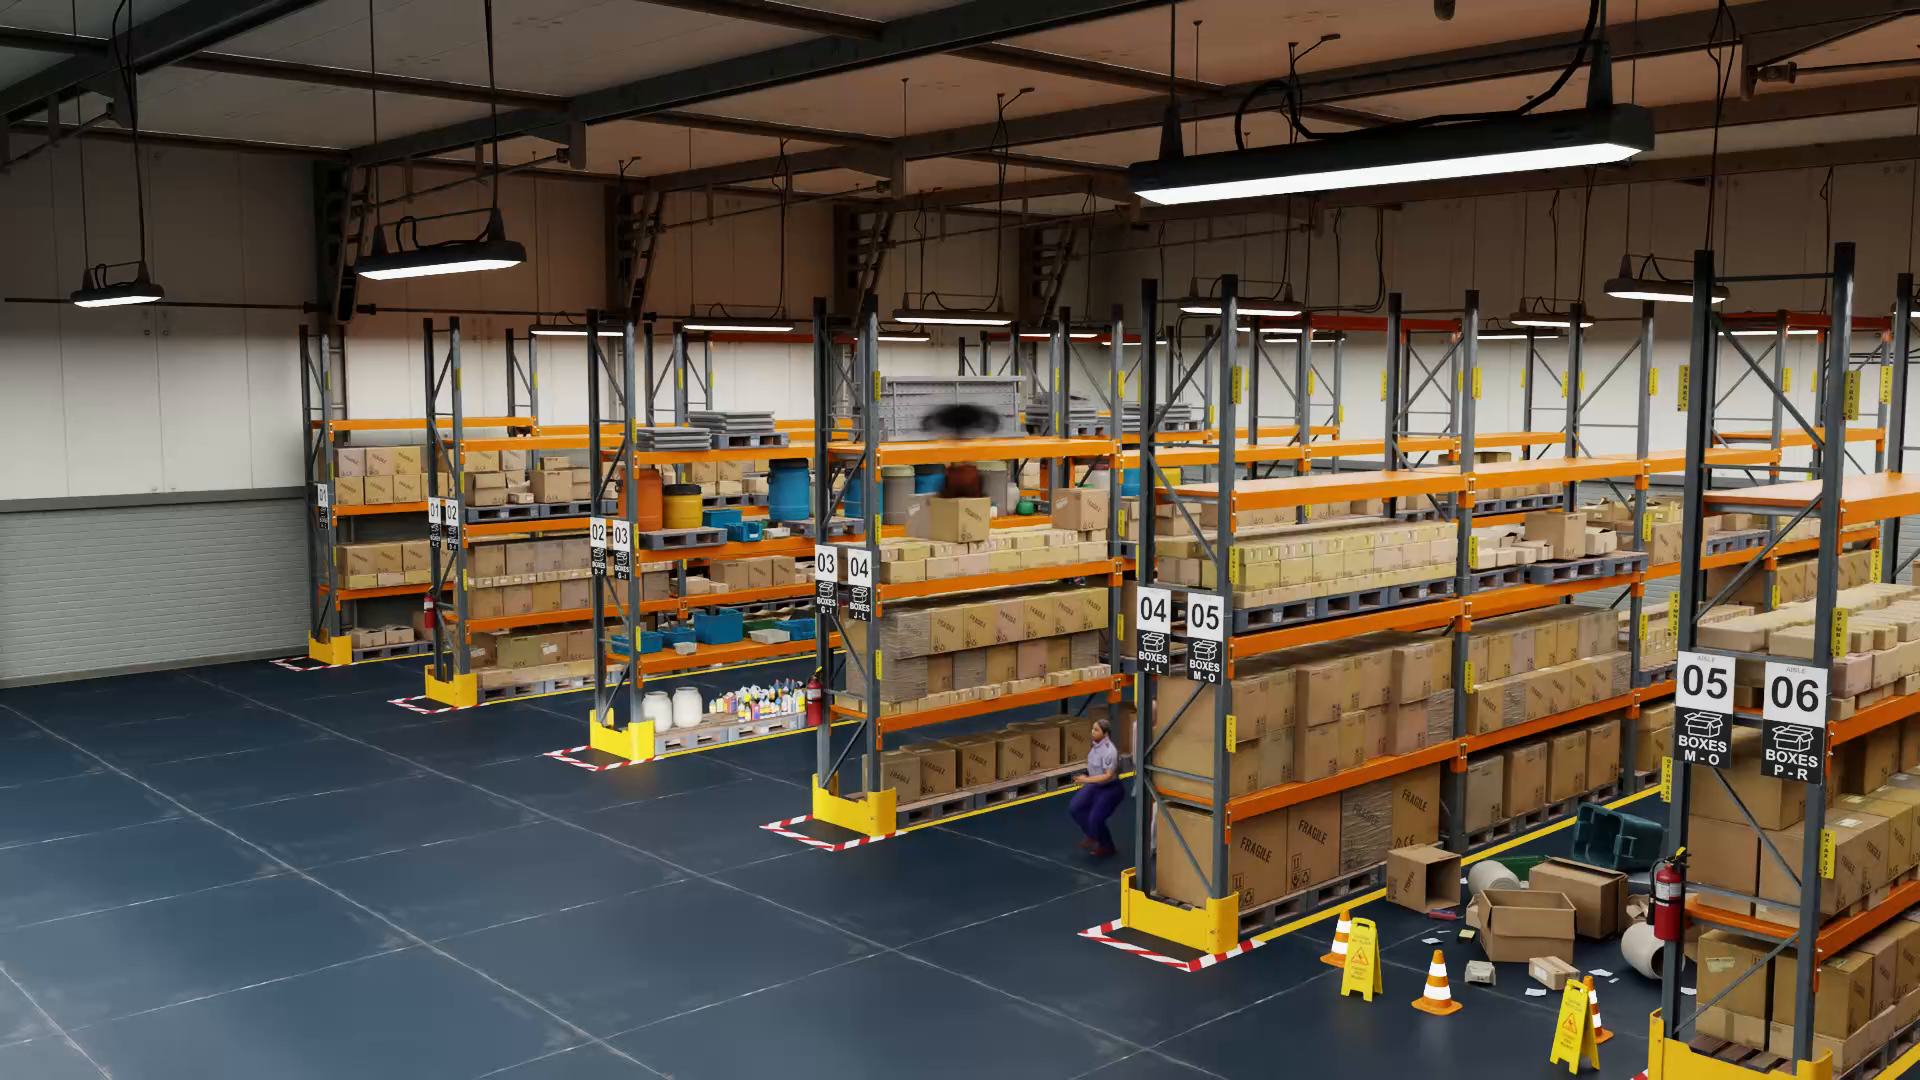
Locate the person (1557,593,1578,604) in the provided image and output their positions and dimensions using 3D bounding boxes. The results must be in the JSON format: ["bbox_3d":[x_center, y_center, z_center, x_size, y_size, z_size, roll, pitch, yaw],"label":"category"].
[{"bbox_3d":[11.201,1.247,31.076,0.659,1.674,0.578,-1,6,-11],"label":"person"}]

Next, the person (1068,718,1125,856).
[{"bbox_3d":[1.425,2.631,17.600,0.632,1.548,0.799,-2,6,-22],"label":"person"}]

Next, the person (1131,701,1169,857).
[{"bbox_3d":[2.112,2.537,17.753,0.704,1.699,0.717,4,7,33],"label":"person"}]
